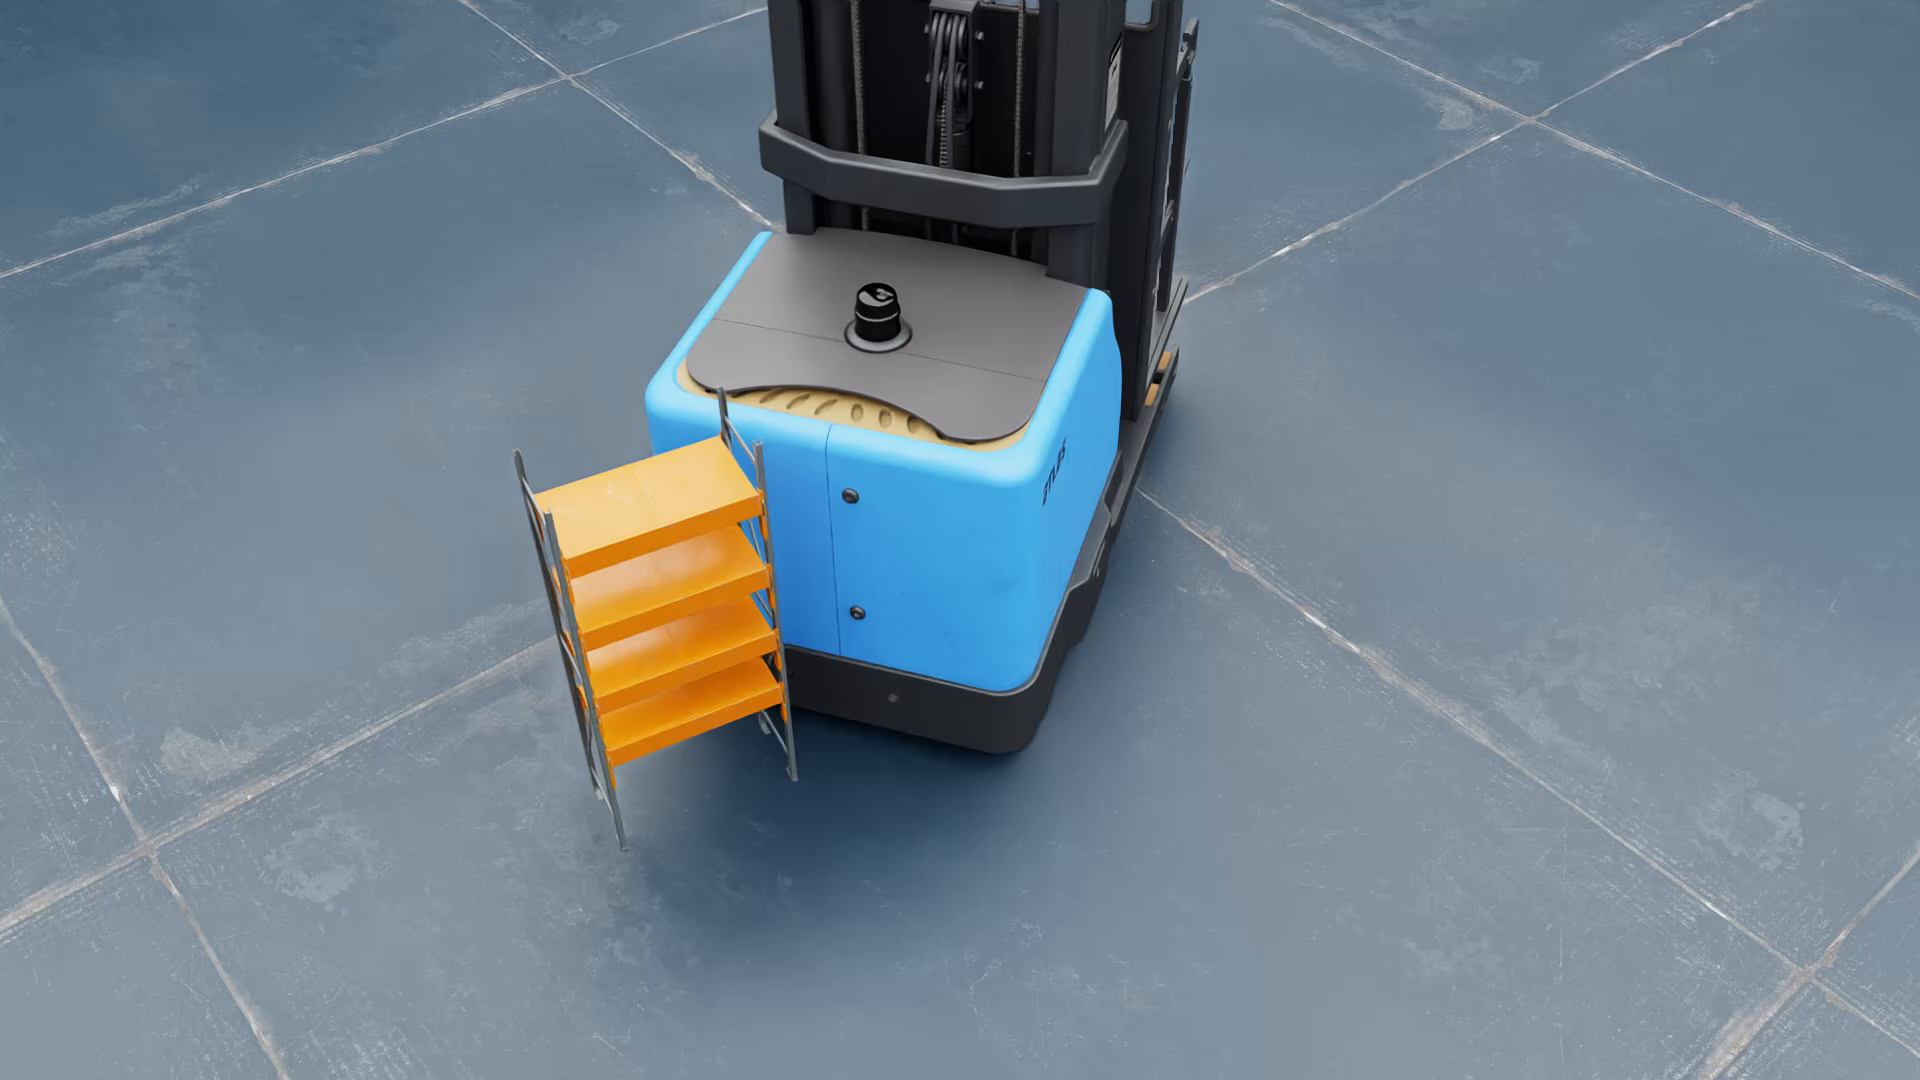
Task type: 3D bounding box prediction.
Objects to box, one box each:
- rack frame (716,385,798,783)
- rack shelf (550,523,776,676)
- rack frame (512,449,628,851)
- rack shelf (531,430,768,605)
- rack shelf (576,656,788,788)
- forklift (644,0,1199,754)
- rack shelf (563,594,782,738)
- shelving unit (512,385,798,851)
[{"bbox_3d":[-0.506,0.151,4.213,0.015,1.200,0.240,-20,47,-20],"label":"rack frame"},{"bbox_3d":[-0.721,0.115,4.022,0.480,0.148,0.258,-20,47,-20],"label":"rack shelf"},{"bbox_3d":[-0.937,0.308,4.046,0.015,1.200,0.240,-20,47,-20],"label":"rack frame"},{"bbox_3d":[-0.721,-0.057,3.860,0.480,0.148,0.258,-20,47,-20],"label":"rack shelf"},{"bbox_3d":[-0.721,0.423,4.311,0.480,0.148,0.258,-20,47,-20],"label":"rack shelf"},{"bbox_3d":[0.126,-1.512,4.718,1.130,2.935,3.031,12,45,13],"label":"forklift"},{"bbox_3d":[-0.721,0.278,4.176,0.480,0.148,0.258,-20,47,-20],"label":"rack shelf"},{"bbox_3d":[-0.721,0.229,4.129,0.503,1.200,0.258,-20,47,-20],"label":"shelving unit"}]
